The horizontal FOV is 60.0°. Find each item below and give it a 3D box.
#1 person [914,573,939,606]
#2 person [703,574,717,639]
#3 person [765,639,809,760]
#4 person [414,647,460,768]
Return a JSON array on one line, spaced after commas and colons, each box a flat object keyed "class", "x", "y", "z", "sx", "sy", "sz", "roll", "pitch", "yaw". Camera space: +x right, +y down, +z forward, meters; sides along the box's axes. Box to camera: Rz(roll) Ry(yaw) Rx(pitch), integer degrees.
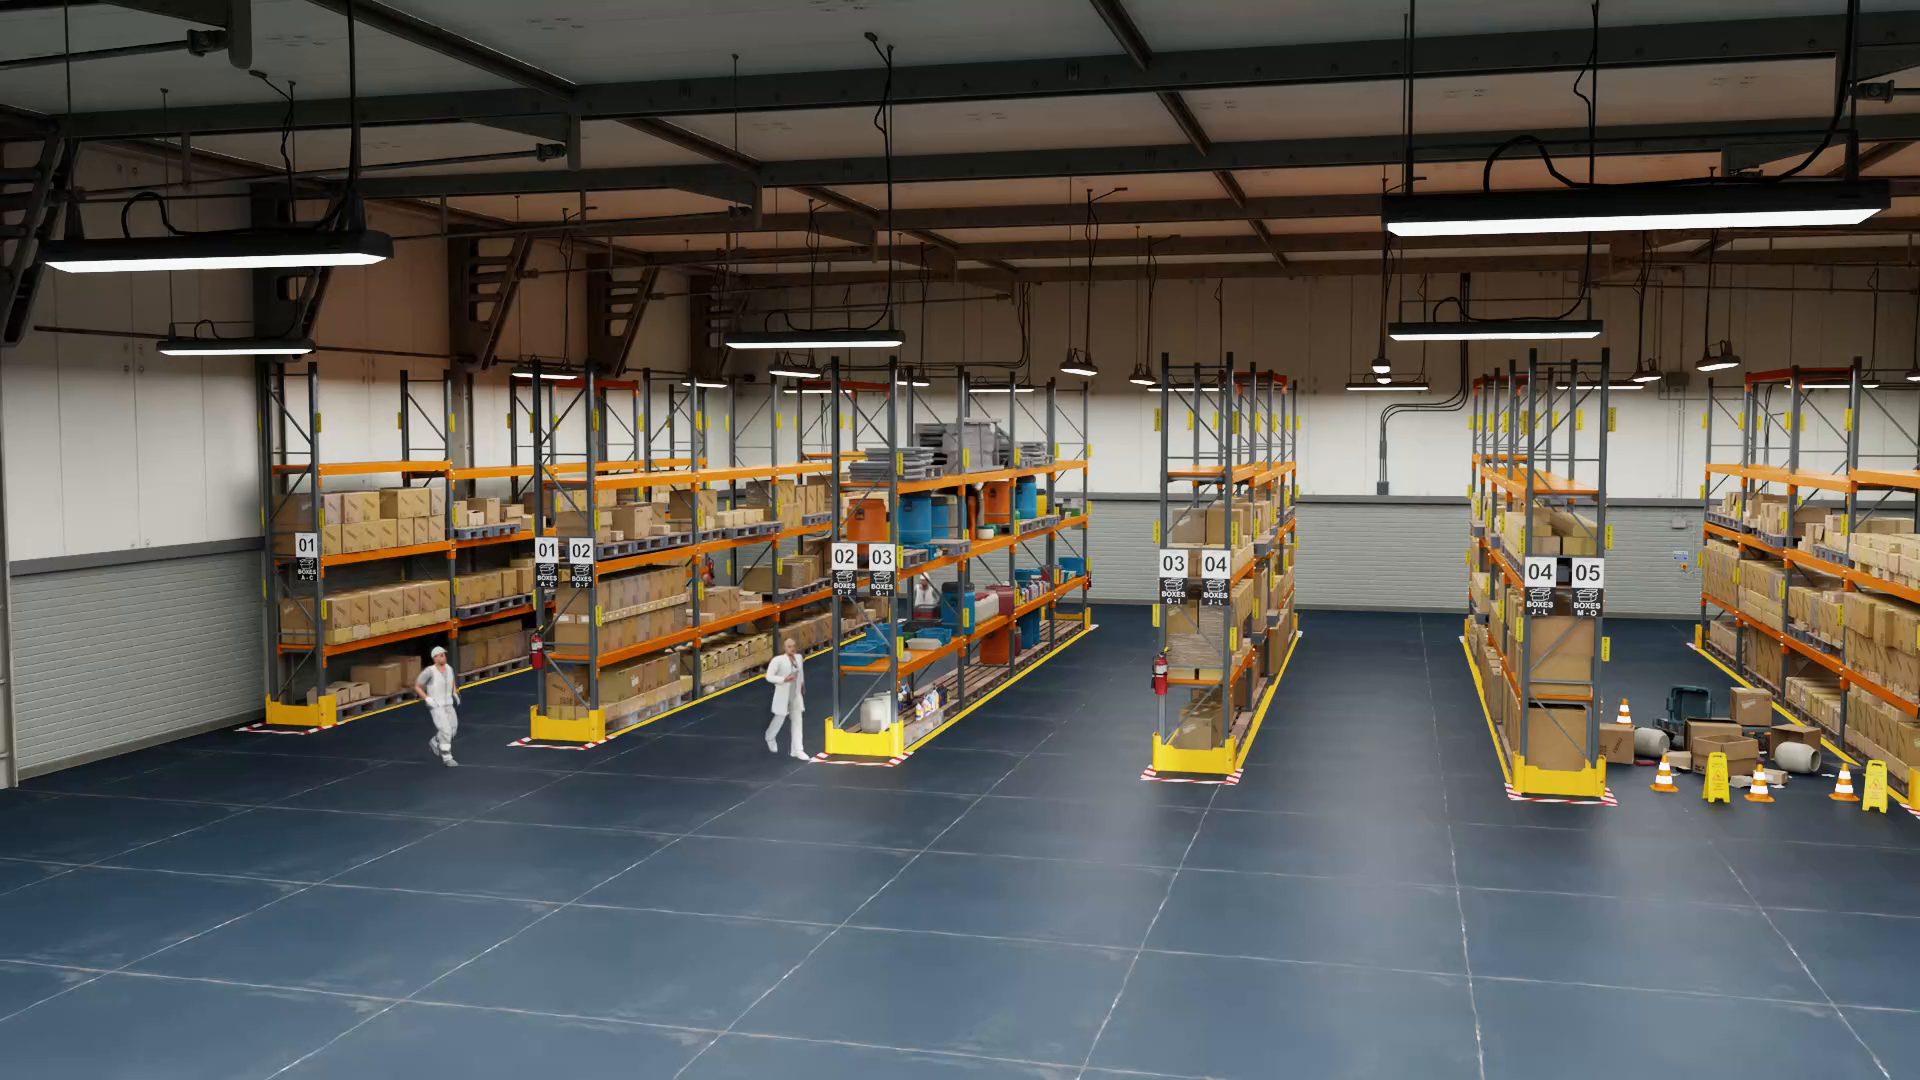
[{"class": "person", "x": -0.781, "y": 1.567, "z": 36.816, "sx": 0.654, "sy": 1.711, "sz": 0.680, "roll": 0, "pitch": 4, "yaw": 1}, {"class": "person", "x": -5.456, "y": 1.617, "z": 36.005, "sx": 0.602, "sy": 1.772, "sz": 0.833, "roll": 2, "pitch": 4, "yaw": 21}, {"class": "person", "x": -2.584, "y": 2.340, "z": 24.788, "sx": 0.712, "sy": 1.756, "sz": 1.107, "roll": -2, "pitch": 5, "yaw": -32}, {"class": "person", "x": -7.636, "y": 2.425, "z": 24.265, "sx": 0.697, "sy": 1.758, "sz": 0.698, "roll": 3, "pitch": 5, "yaw": 35}]
